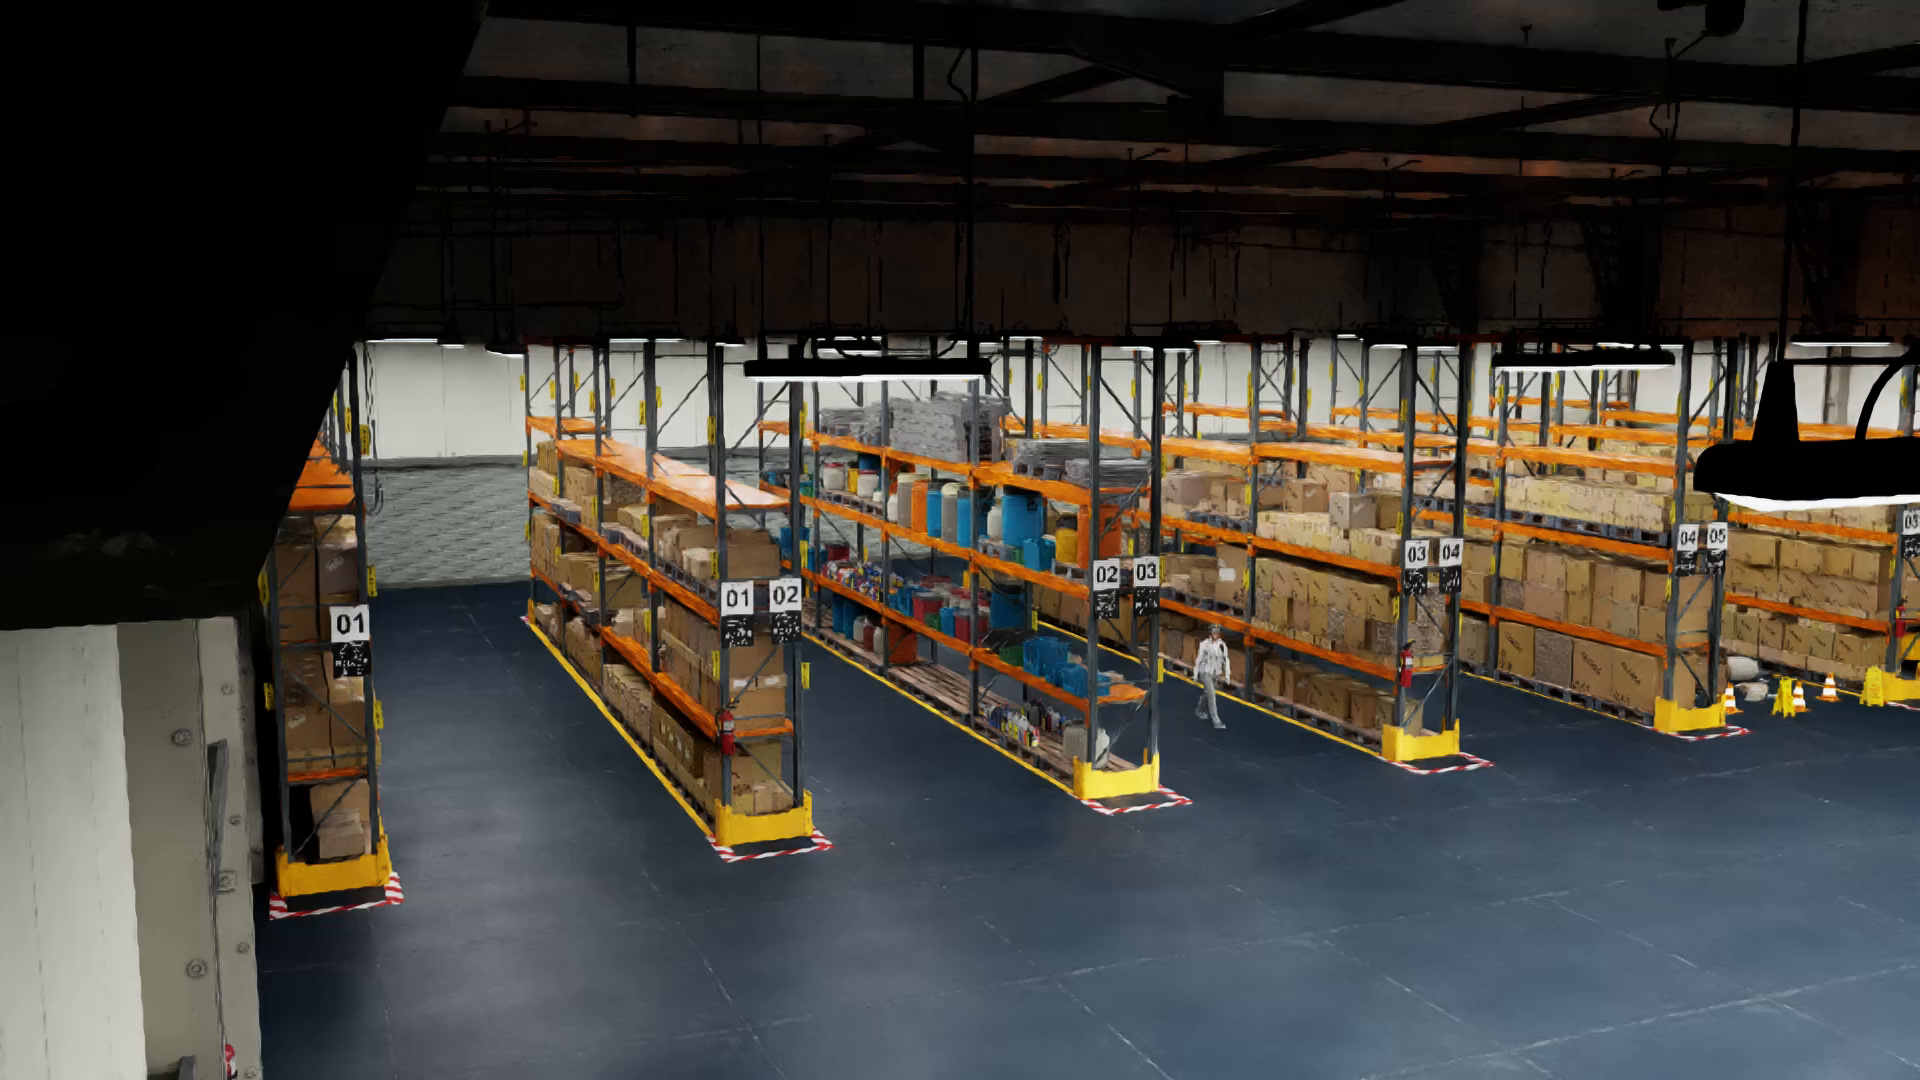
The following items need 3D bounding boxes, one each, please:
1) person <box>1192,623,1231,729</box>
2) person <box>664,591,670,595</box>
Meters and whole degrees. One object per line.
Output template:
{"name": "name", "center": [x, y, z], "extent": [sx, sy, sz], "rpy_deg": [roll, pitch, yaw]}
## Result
{"name": "person", "center": [3.952, 2.075, 25.959], "extent": [0.502, 1.625, 0.997], "rpy_deg": [-3, 8, -23]}
{"name": "person", "center": [-6.270, 0.688, 36.271], "extent": [0.407, 1.647, 0.590], "rpy_deg": [0, 8, -3]}
